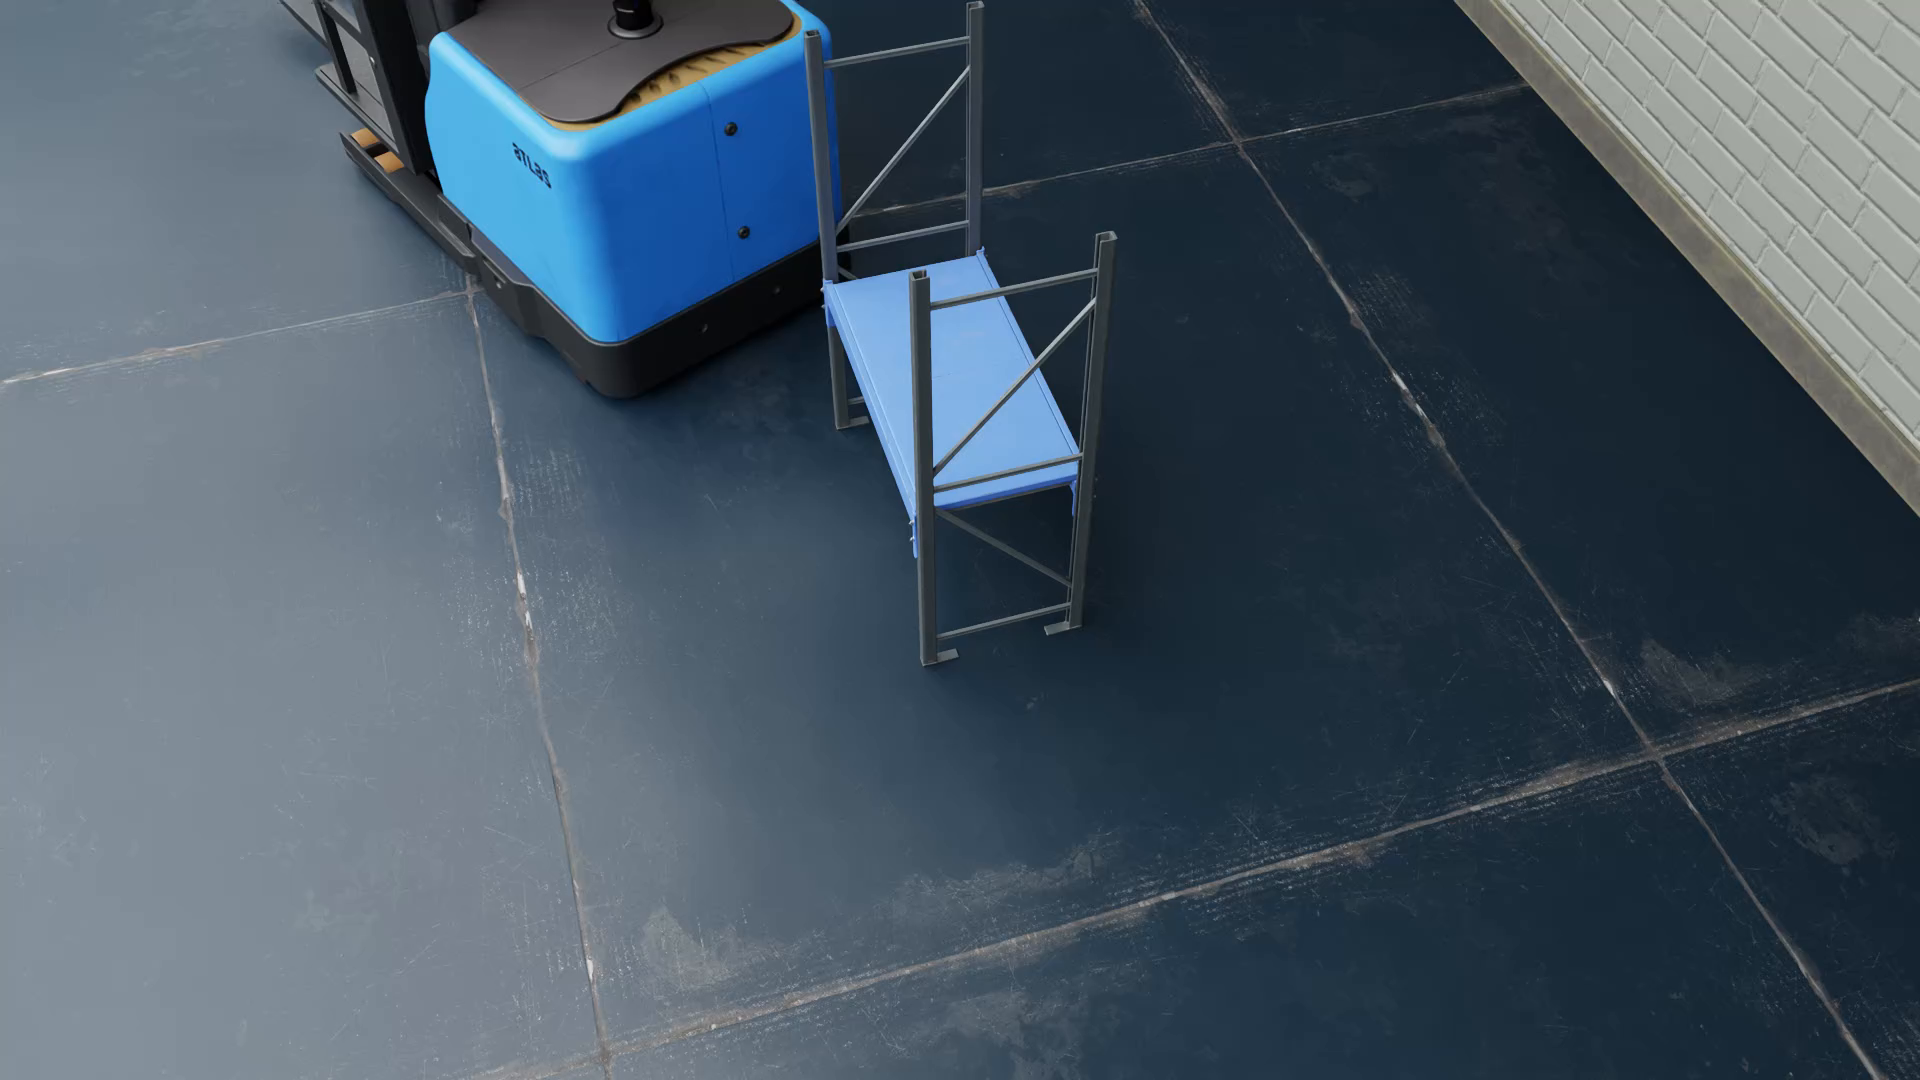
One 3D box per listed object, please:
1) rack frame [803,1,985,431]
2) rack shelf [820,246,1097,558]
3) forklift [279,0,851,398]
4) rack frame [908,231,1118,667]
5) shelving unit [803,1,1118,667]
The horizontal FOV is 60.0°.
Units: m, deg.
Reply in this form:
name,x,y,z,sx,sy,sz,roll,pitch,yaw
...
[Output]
name,x,y,z,sx,sy,sz,roll,pitch,yaw
rack frame,-0.176,-0.917,5.042,0.500,1.500,0.032,-13,51,-11
rack shelf,-0.025,-0.430,4.867,0.538,0.185,1.000,-13,51,-11
forklift,-1.724,-2.480,5.424,1.130,2.935,3.031,-33,57,-25
rack frame,0.125,-0.174,4.416,0.500,1.500,0.032,-13,51,-11
shelving unit,-0.025,-0.546,4.729,0.538,1.500,1.048,-13,51,-11
